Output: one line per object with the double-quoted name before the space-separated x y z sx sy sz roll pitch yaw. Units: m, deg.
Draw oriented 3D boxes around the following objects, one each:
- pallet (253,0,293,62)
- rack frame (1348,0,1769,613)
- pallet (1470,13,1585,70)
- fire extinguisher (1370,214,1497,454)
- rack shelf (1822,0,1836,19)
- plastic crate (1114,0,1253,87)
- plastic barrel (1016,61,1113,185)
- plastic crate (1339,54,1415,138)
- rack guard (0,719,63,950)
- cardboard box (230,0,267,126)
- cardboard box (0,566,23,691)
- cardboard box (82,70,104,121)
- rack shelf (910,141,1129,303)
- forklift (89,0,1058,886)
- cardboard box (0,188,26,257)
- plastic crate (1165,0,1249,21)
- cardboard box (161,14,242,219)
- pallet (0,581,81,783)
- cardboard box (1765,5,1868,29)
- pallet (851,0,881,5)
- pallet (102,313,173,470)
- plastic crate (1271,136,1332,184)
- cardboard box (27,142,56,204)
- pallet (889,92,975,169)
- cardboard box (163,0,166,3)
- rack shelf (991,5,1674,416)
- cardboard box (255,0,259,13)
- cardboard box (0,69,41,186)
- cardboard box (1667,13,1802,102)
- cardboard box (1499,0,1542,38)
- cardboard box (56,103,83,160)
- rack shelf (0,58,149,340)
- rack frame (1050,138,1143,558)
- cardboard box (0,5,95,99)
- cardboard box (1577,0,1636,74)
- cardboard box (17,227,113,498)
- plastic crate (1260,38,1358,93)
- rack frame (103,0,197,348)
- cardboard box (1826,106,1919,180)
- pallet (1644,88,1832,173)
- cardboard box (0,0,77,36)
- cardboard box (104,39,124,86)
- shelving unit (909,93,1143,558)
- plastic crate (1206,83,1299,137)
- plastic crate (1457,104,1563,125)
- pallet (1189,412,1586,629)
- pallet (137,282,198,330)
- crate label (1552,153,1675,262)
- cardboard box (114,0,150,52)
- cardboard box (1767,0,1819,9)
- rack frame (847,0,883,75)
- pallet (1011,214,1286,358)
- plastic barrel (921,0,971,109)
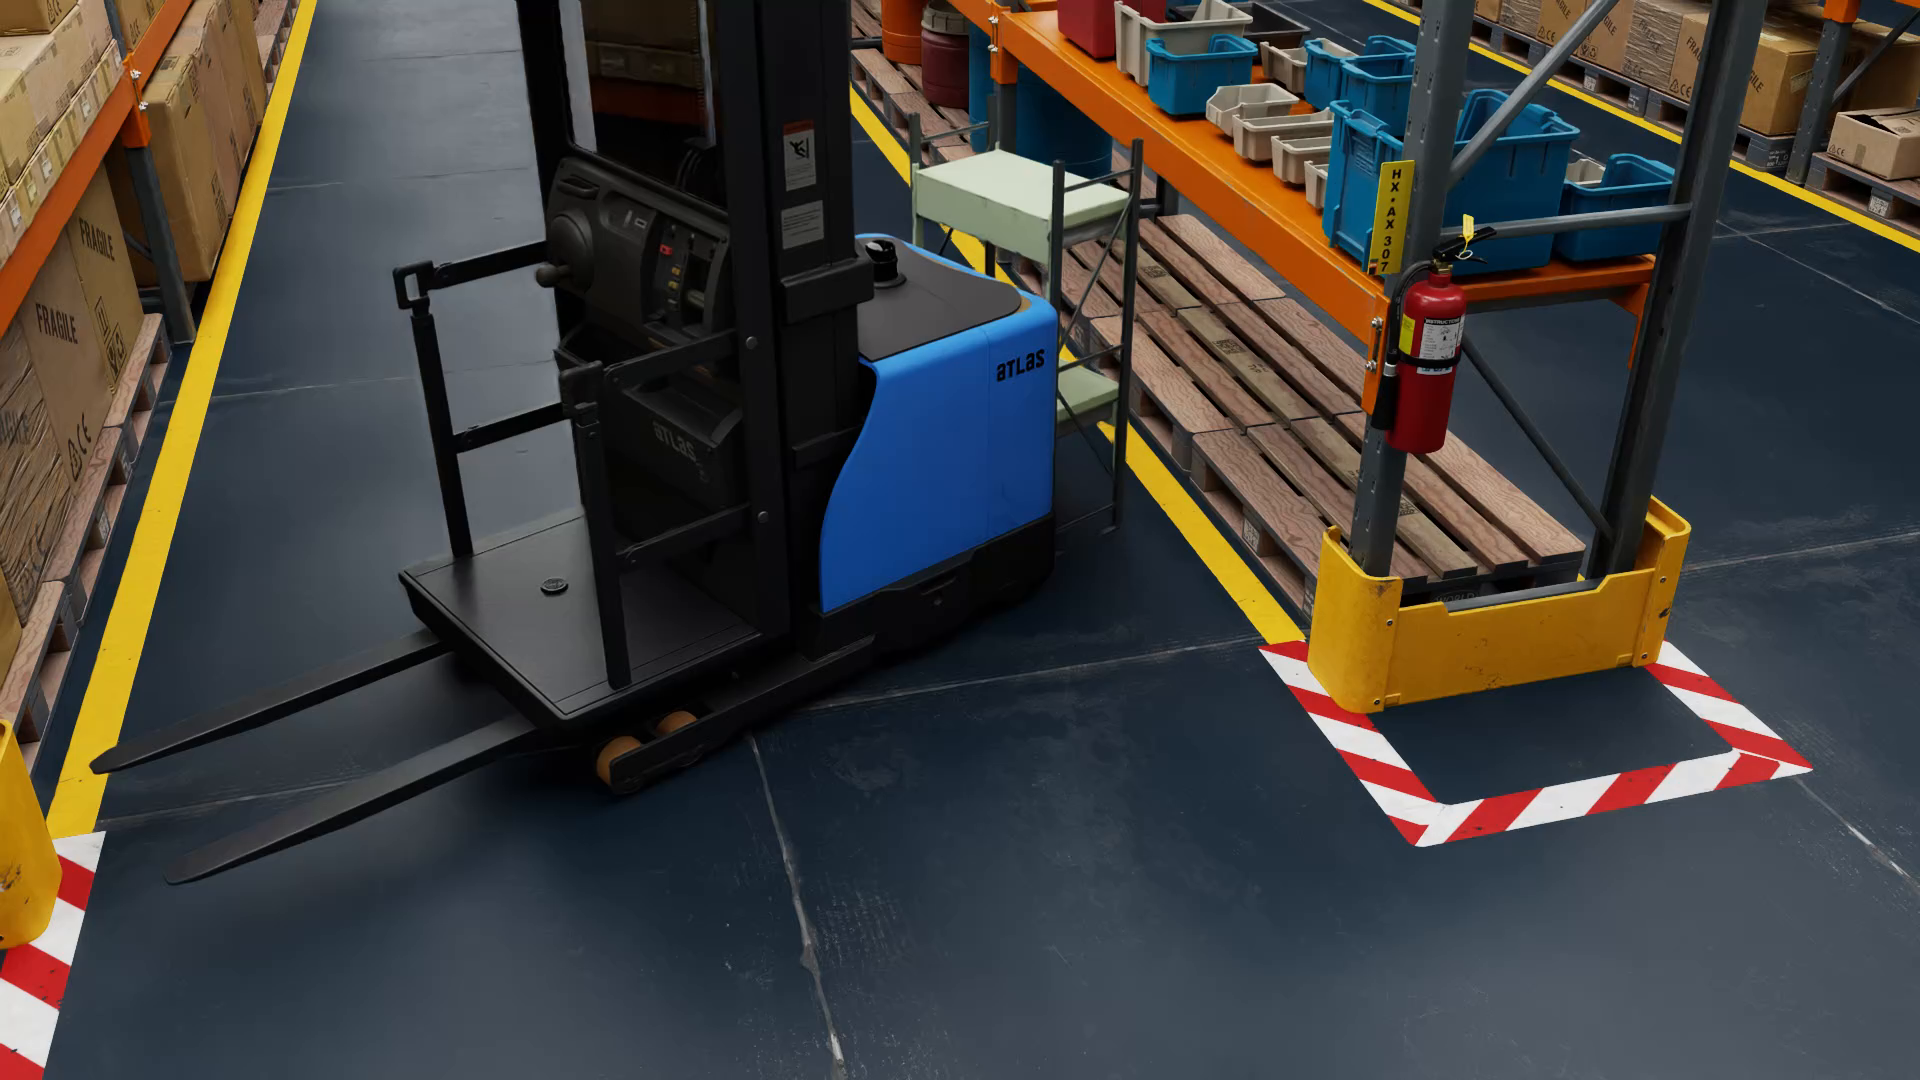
"pallet" -5.696 -3.871 12.727 1.003 0.211 1.213 -8 31 -13
"rack frame" 1.729 -0.907 4.823 1.000 3.000 0.127 -8 31 -13
"pallet" 4.544 -3.855 12.700 1.003 0.211 1.213 -8 31 -13
"fire extinguisher" 1.331 -0.579 4.705 0.296 0.674 0.183 -8 31 -13
"rack shelf" 4.913 -4.150 11.144 1.077 0.370 4.000 -8 31 -13
"plastic crate" 0.895 -2.052 6.859 0.437 0.282 0.530 -8 31 -13
"plastic barrel" 0.539 -2.377 9.039 0.600 0.901 0.708 -8 31 -13
"plastic crate" 1.631 -1.659 6.230 0.416 0.233 0.300 -8 31 -13
"rack guard" -3.040 0.845 4.291 1.175 0.500 0.348 -8 31 -13
"cardboard box" -5.007 -3.038 10.207 1.225 0.875 0.875 -9 31 -16
"cardboard box" -3.293 0.191 4.628 0.875 0.875 0.875 -8 31 -13
"cardboard box" -3.575 -1.720 6.477 0.380 0.149 0.250 -8 31 -14
"rack shelf" 0.218 -1.112 5.895 0.431 0.370 0.720 -23 37 -35
"forklift" -1.107 -0.812 4.728 3.031 2.935 1.130 -23 37 -35
"cardboard box" -3.166 -0.976 5.192 0.380 0.149 0.250 -8 31 -14
"plastic crate" 1.120 -2.678 7.838 0.392 0.384 0.575 -8 31 -13
"cardboard box" -4.535 -2.180 8.725 1.225 0.875 0.875 -9 31 -15
"pallet" -3.334 0.583 5.033 1.003 0.211 1.213 -8 31 -13
"cardboard box" 5.398 -3.126 10.713 0.500 0.500 0.500 -7 31 -13
"pallet" -0.883 -4.531 13.868 1.003 0.211 1.213 -8 31 -13
"pallet" -3.982 -0.596 7.069 1.003 0.211 1.213 -8 31 -13
"plastic crate" 1.275 -1.330 5.758 0.396 0.136 0.243 -8 31 -13
"cardboard box" -3.303 -1.224 5.621 0.380 0.149 0.250 -7 31 -12
"pallet" 0.175 -2.601 10.532 1.003 0.211 1.213 -8 31 -13
"cardboard box" -4.256 -2.963 8.276 0.500 0.500 0.500 -9 31 -14
"rack shelf" 1.198 -1.562 6.672 1.077 0.370 4.000 -8 31 -13
"cardboard box" -5.832 -4.350 12.828 0.700 0.500 0.500 -11 32 -18
"cardboard box" -3.331 -1.325 5.397 0.500 0.250 0.500 -8 31 -14
"cardboard box" 4.914 -3.044 10.571 0.500 0.500 0.500 -8 31 -13
"cardboard box" 4.372 -4.026 12.268 0.500 0.500 0.500 -9 31 -15
"cardboard box" -3.438 -1.471 6.048 0.380 0.149 0.250 -7 31 -12
"rack shelf" -3.577 -0.903 5.534 1.077 0.370 4.000 -8 31 -13
"rack frame" 0.458 -0.636 5.851 0.400 1.500 0.023 -23 37 -35
"cardboard box" -3.598 -1.816 6.246 0.500 0.250 0.500 -7 31 -12
"cardboard box" 4.644 -3.532 11.414 0.500 0.500 0.500 -9 31 -15
"cardboard box" -3.771 -0.678 6.130 0.875 0.875 0.875 -8 31 -13
"plastic crate" 1.419 -1.950 6.827 0.293 0.136 0.466 -8 31 -13
"rack frame" -4.108 -2.180 7.023 1.000 3.000 0.127 -8 31 -13
"cardboard box" 5.347 -2.291 9.459 0.500 0.311 0.500 -8 31 -13
"pallet" 5.192 -2.677 10.664 1.003 0.211 1.213 -8 31 -13
"cardboard box" -3.599 -2.140 6.057 0.500 0.500 0.500 -8 31 -13
"cardboard box" -3.711 -1.968 6.906 0.380 0.149 0.250 -8 31 -13
"shelving unit" 0.218 -0.774 6.090 0.431 1.500 0.755 -23 37 -35
"plastic crate" 1.081 -1.602 6.227 0.298 0.136 0.250 -8 31 -13
"plastic crate" 1.806 -1.341 5.681 0.416 0.233 0.300 -8 31 -13
"pallet" 1.548 -0.104 6.218 1.003 0.211 1.213 -8 31 -13
"pallet" -4.385 -1.336 8.348 1.003 0.211 1.213 -8 31 -13
"crate label" 1.981 -1.023 5.131 0.416 0.233 0.303 -8 31 -13
"cardboard box" -3.989 -2.479 7.439 0.500 0.500 0.500 -8 31 -13
"cardboard box" 5.285 -3.678 10.917 0.500 0.250 0.500 -8 31 -13
"rack frame" -0.394 -4.771 11.498 1.000 3.000 0.127 -8 31 -13
"pallet" 0.900 -1.282 8.254 1.003 0.211 1.213 -8 31 -13
"plastic barrel" 0.052 -3.129 10.650 0.600 0.588 0.708 -8 31 -13
